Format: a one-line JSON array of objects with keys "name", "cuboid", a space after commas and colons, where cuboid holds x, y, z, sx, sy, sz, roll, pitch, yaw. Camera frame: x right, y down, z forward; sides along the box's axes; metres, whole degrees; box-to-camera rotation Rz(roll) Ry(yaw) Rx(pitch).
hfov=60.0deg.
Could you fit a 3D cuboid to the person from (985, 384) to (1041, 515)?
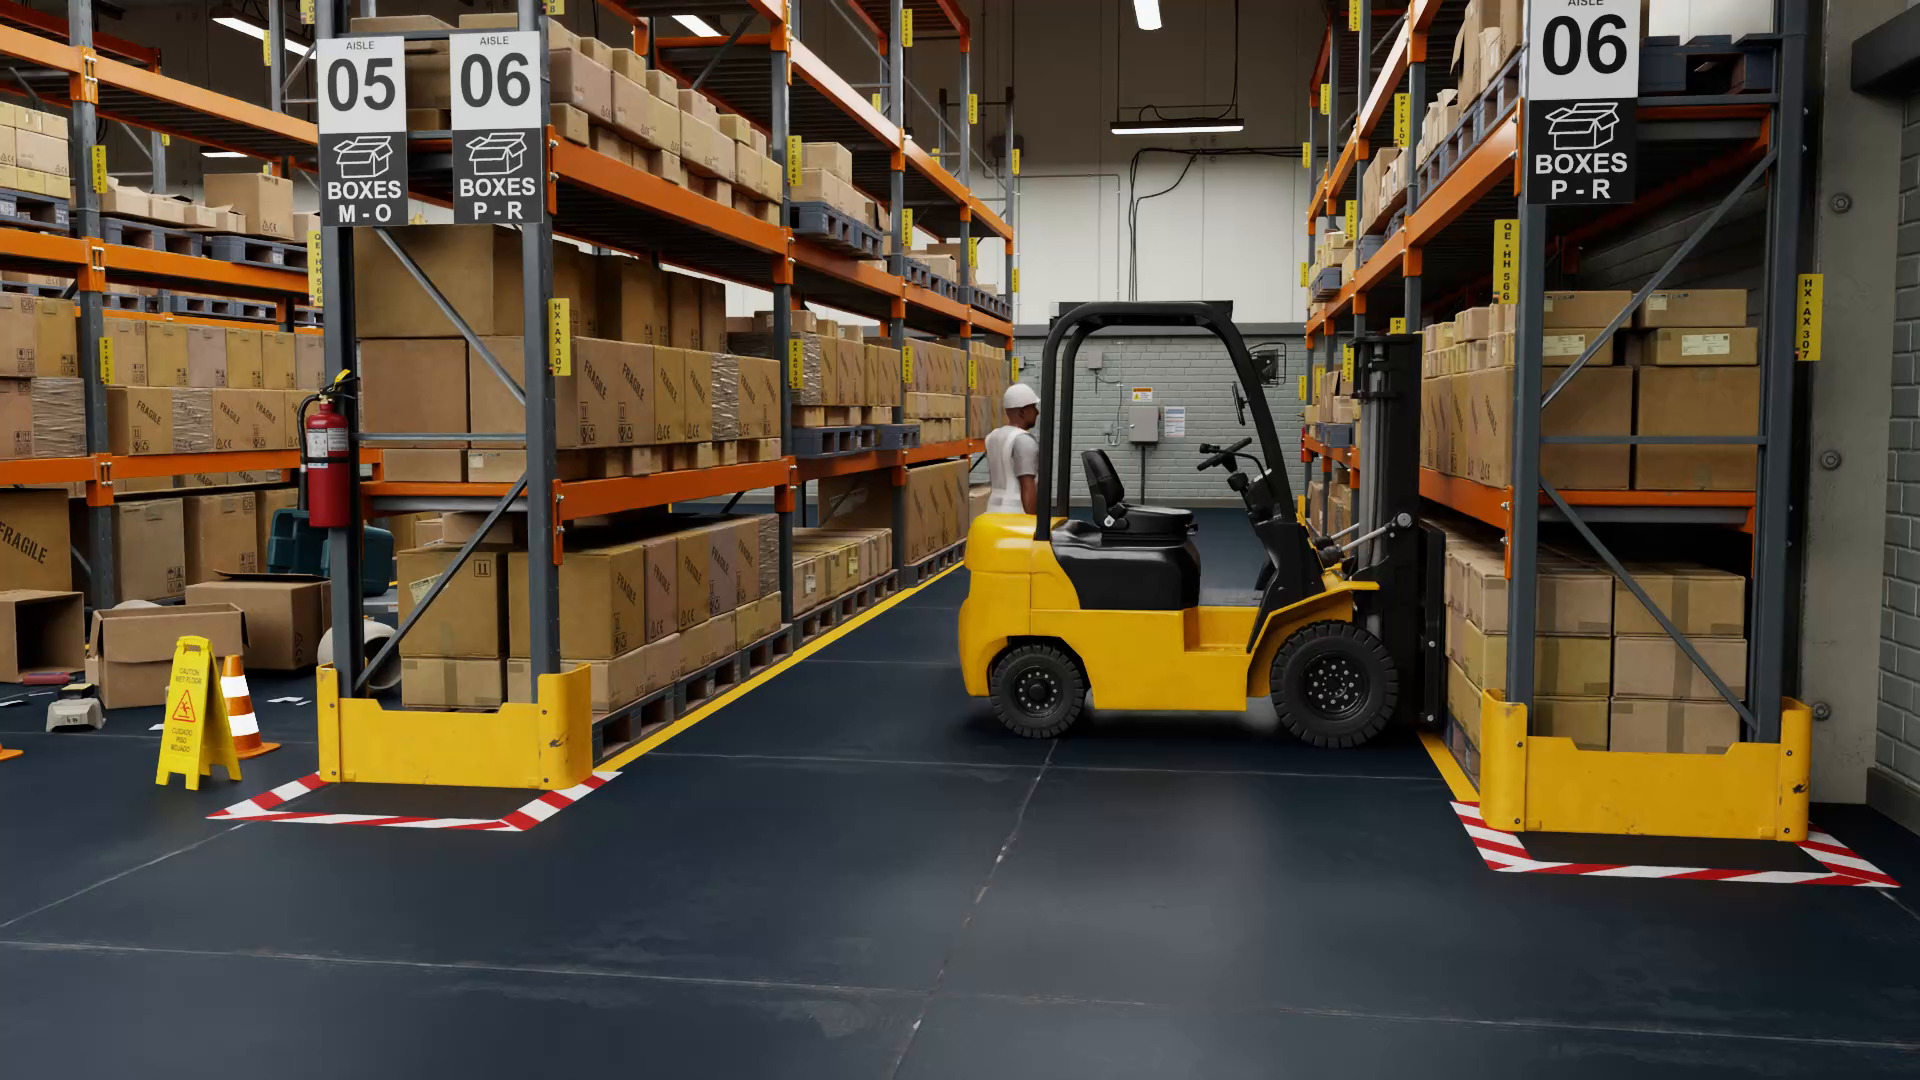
[{"name": "person", "cuboid": [0.426, -0.113, 10.734, 0.579, 1.778, 0.663, -2, 5, -23]}]
